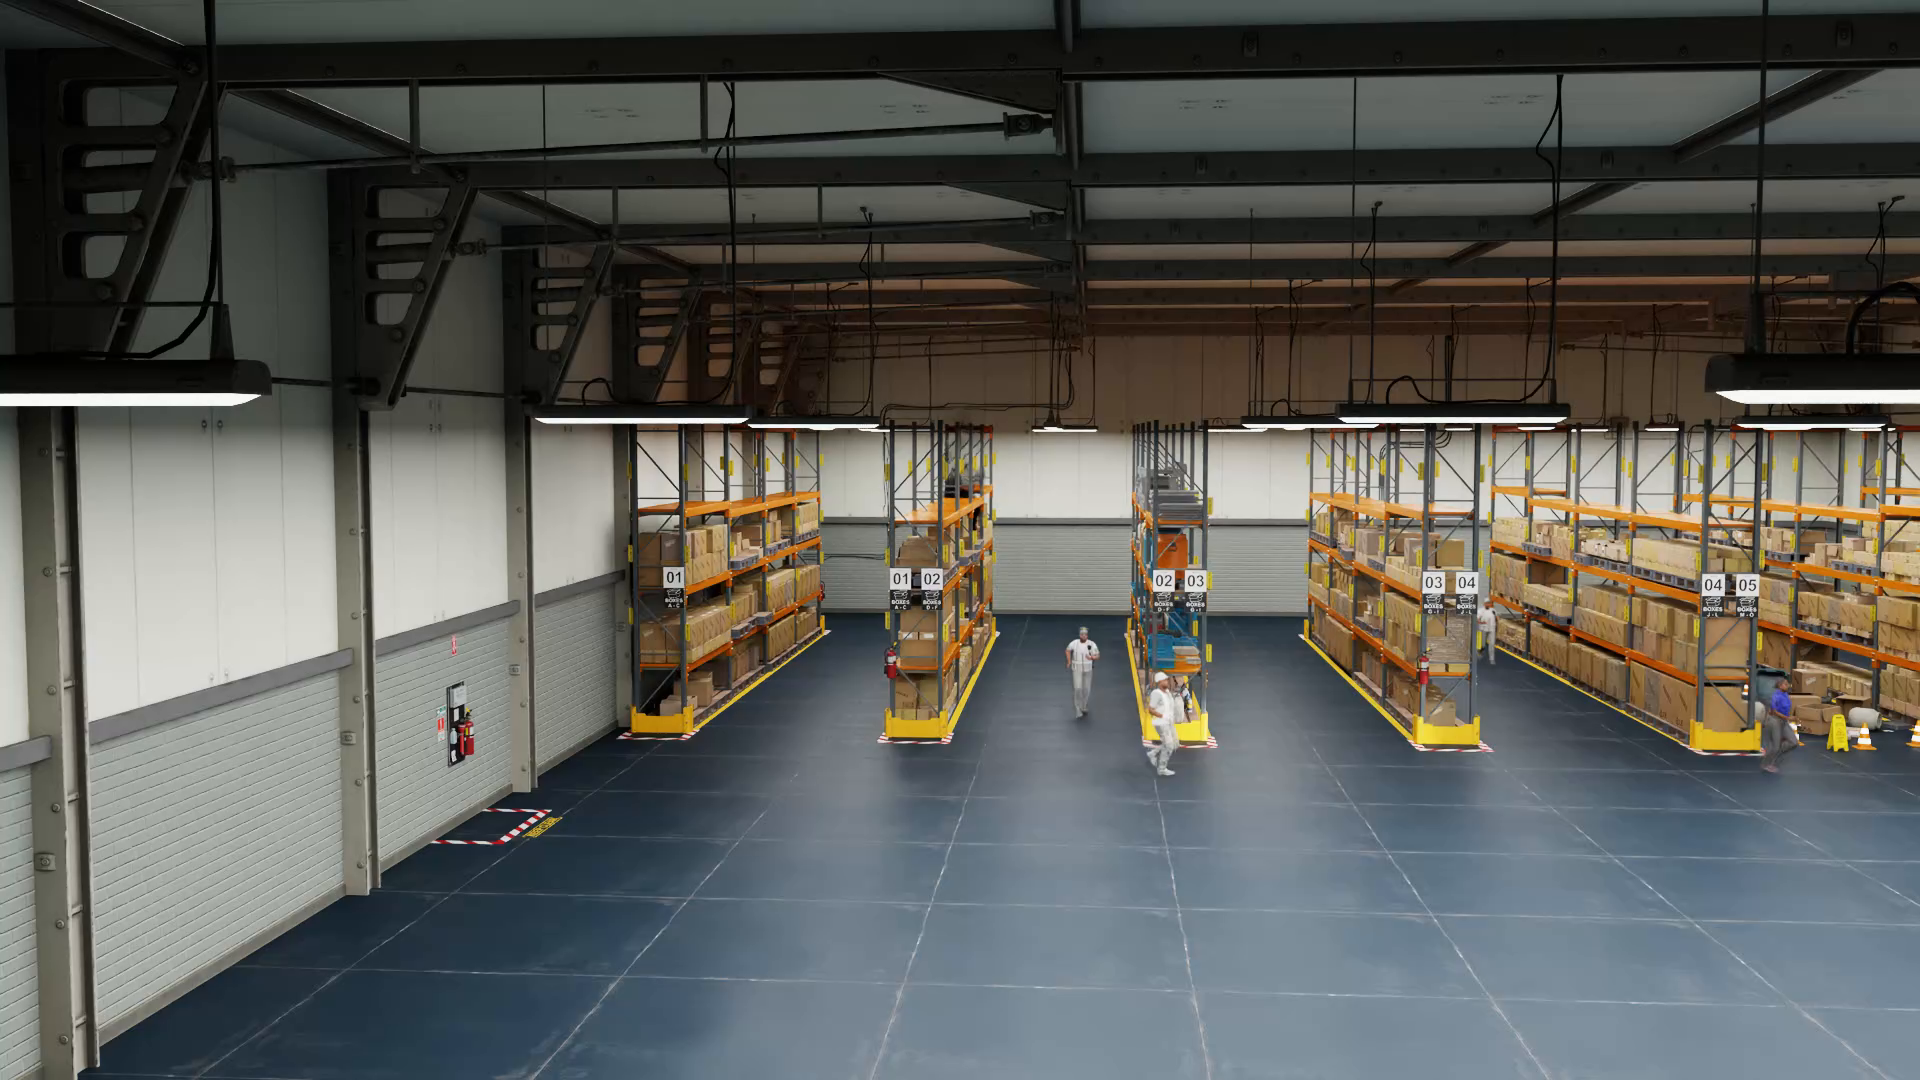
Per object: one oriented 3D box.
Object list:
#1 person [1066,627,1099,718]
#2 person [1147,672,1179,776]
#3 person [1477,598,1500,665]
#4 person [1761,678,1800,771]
[{"bbox_3d":[2.512,2.675,33.952,0.654,1.825,0.818,0,4,-3],"label":"person"},{"bbox_3d":[3.406,3.085,27.949,0.620,1.733,0.678,2,4,29],"label":"person"},{"bbox_3d":[13.122,2.256,41.341,0.619,1.608,1.044,0,4,6],"label":"person"},{"bbox_3d":[13.934,3.131,28.169,0.553,1.612,0.653,-3,5,-37],"label":"person"}]
